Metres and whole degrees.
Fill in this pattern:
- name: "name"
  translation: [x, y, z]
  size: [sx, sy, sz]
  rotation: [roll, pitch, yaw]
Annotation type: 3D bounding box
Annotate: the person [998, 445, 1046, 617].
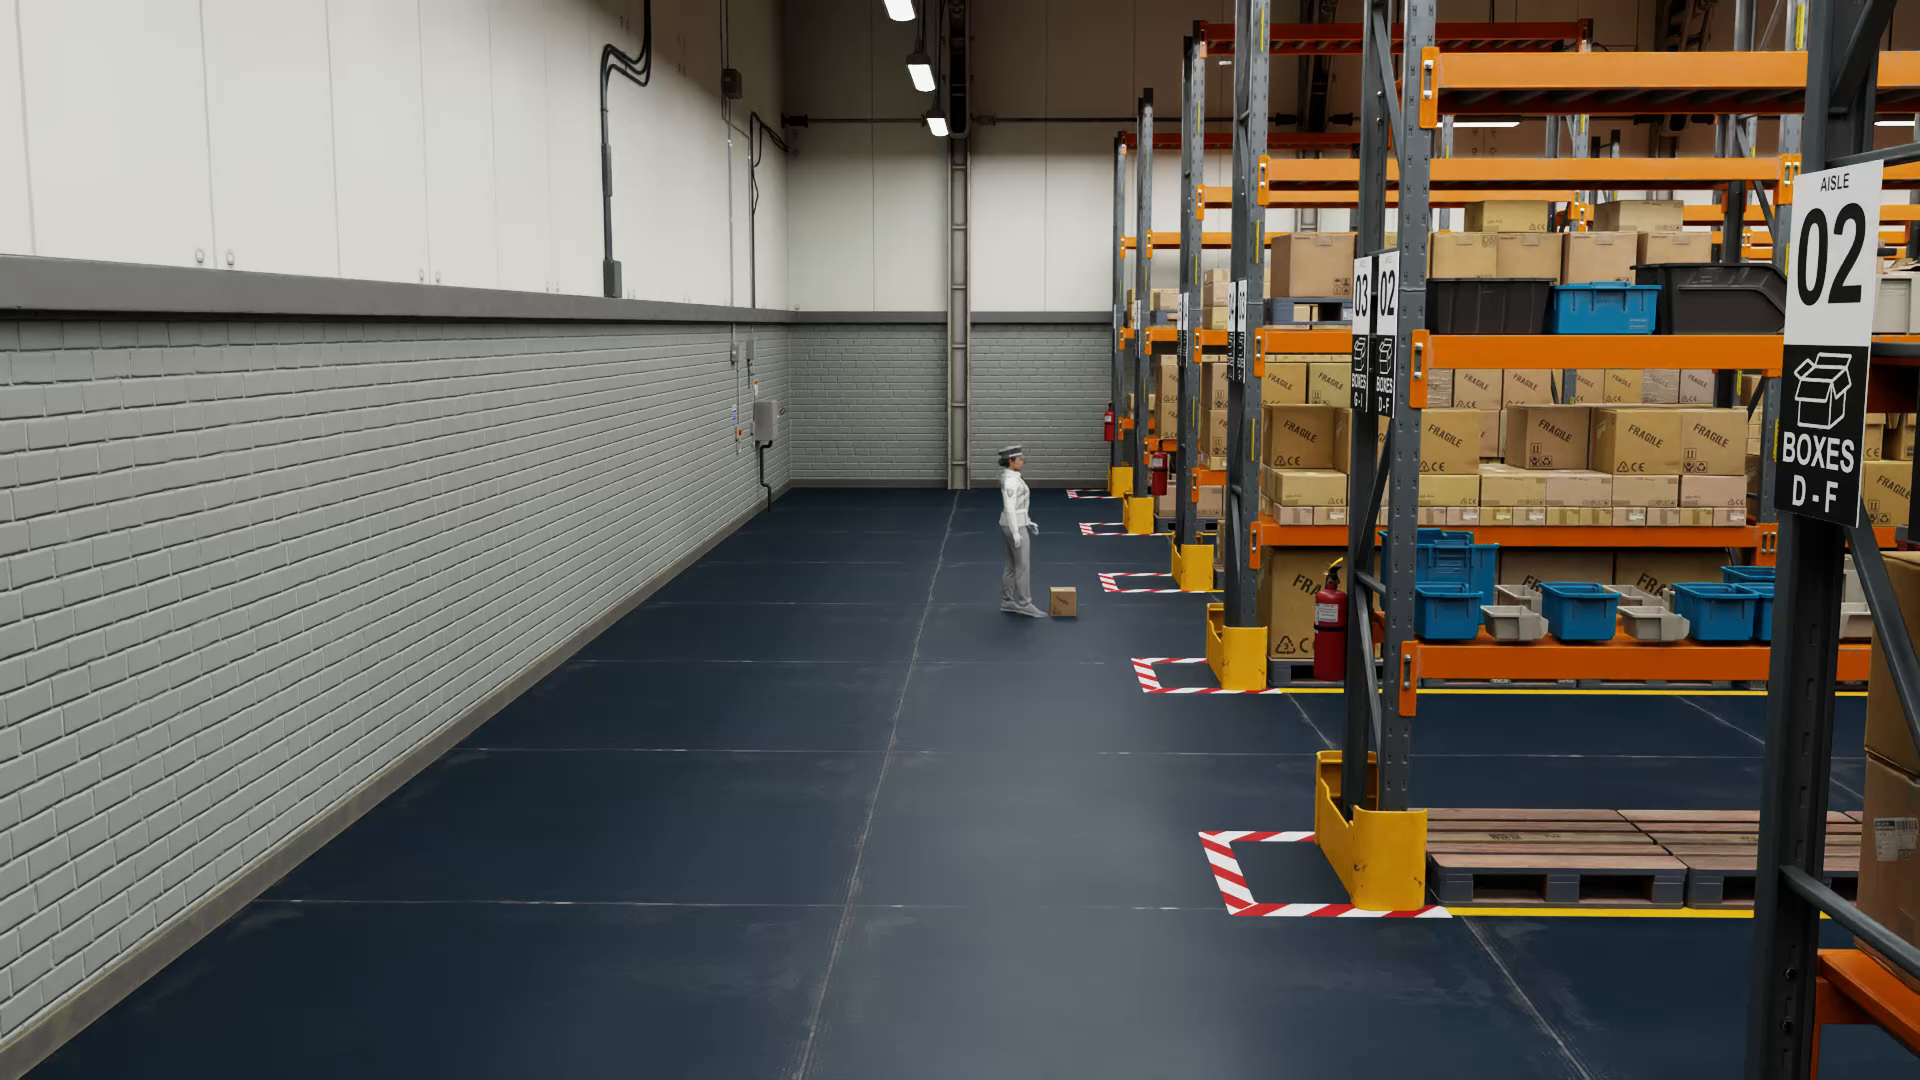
- name: "person"
  translation: [0.612, -0.096, 16.452]
  size: [0.487, 1.700, 0.536]
  rotation: [0, 7, 1]
